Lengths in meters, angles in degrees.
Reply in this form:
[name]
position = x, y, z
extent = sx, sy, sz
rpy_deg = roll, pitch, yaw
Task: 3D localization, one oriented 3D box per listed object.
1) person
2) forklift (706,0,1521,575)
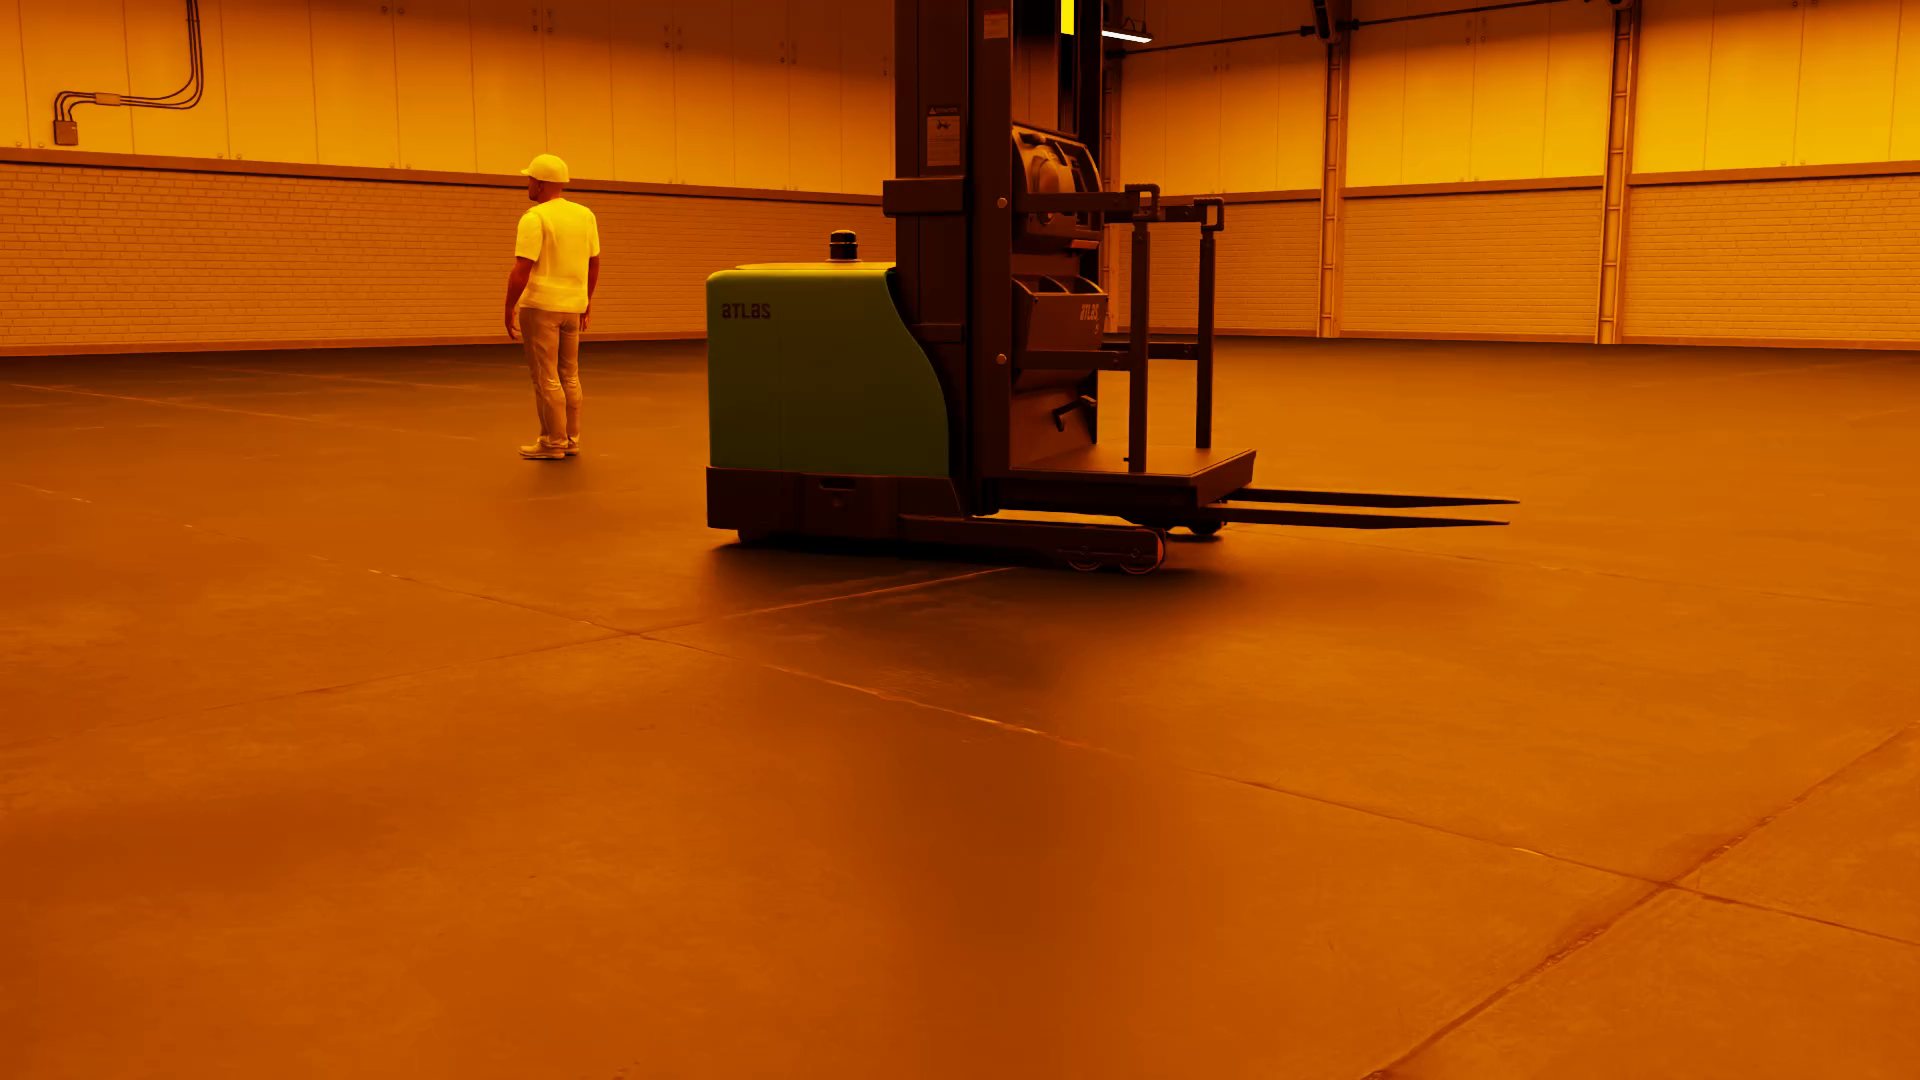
[person]
position = -2.467, -1.369, 9.834
extent = 0.574, 1.769, 0.665
rpy_deg = 5, 10, 32
[forklift]
position = 0.565, -1.416, 6.275
extent = 3.031, 2.935, 1.130
rpy_deg = 3, 9, 22
